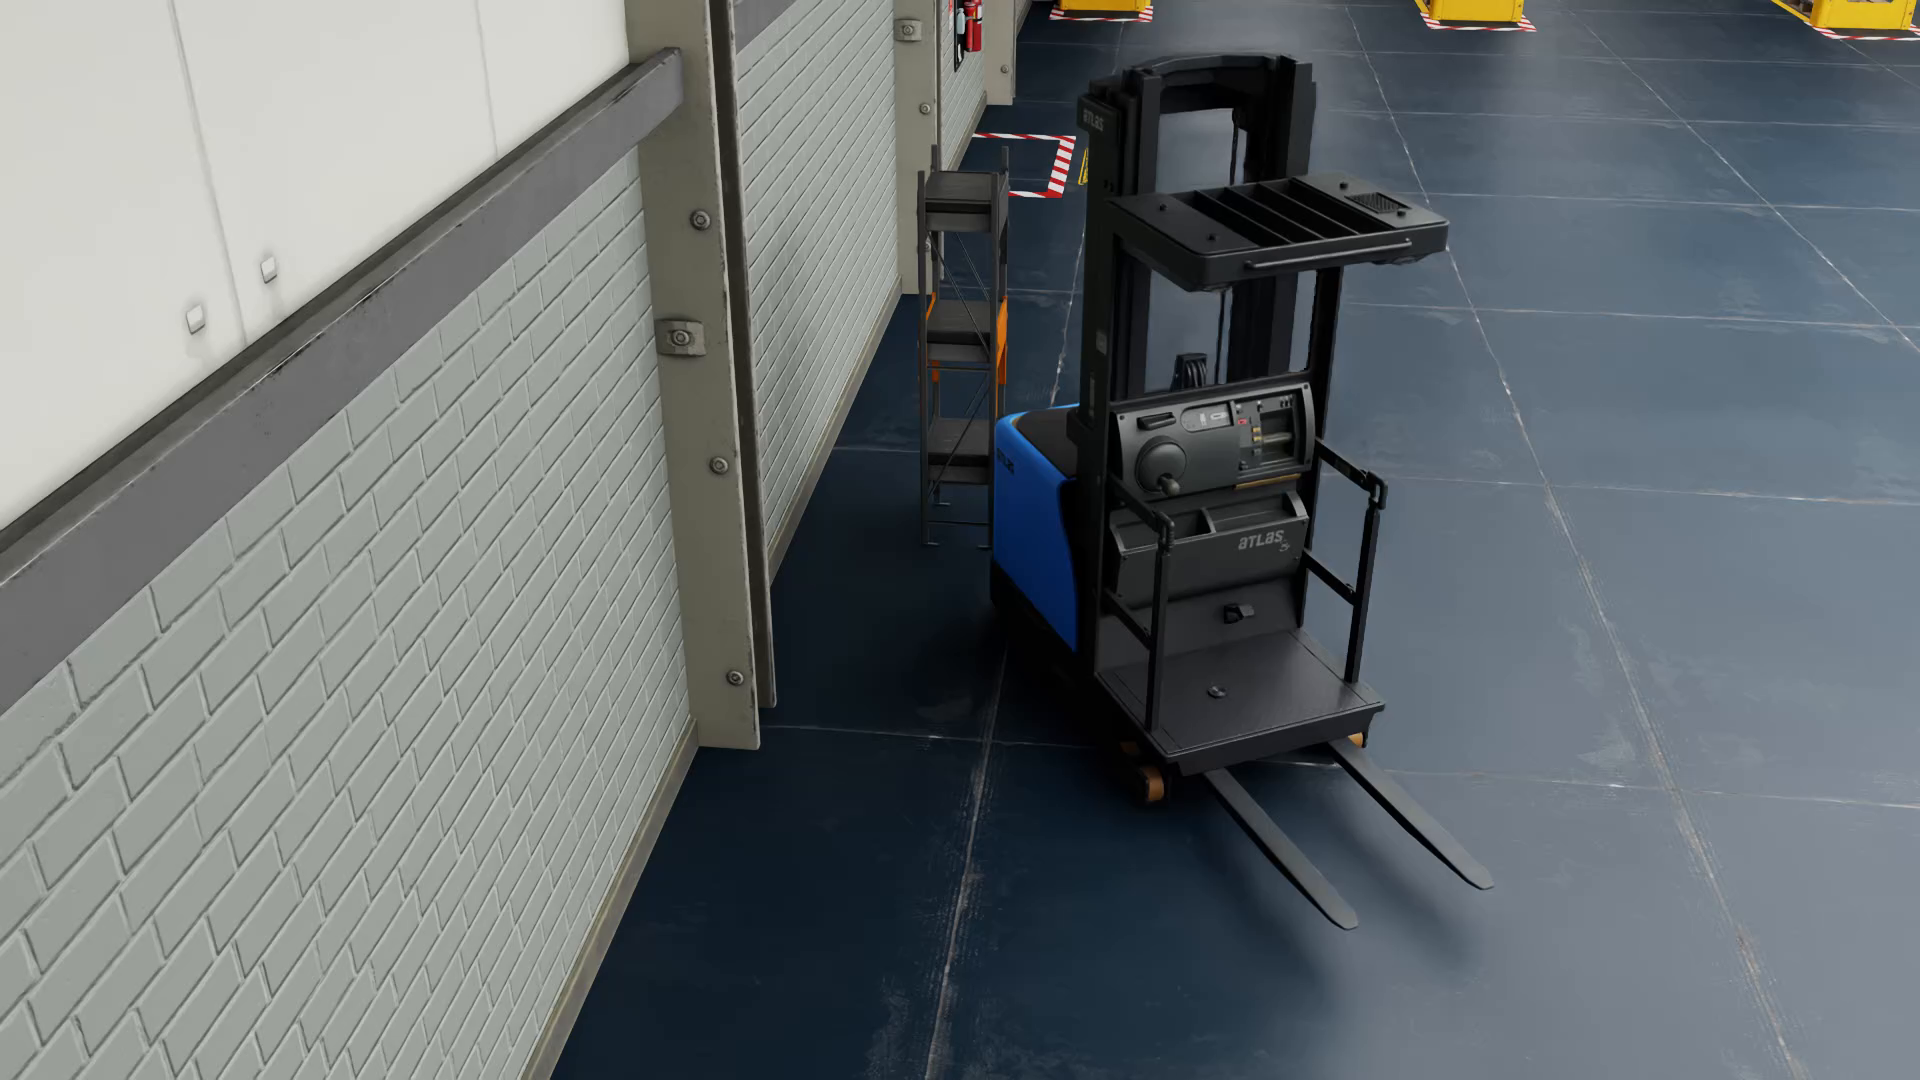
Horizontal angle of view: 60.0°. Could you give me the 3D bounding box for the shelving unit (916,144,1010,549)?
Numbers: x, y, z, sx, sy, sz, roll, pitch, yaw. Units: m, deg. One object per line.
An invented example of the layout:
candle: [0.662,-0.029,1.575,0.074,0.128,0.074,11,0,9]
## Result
shelving unit: [0.020,-1.002,8.897,0.431,2.100,0.503,3,28,6]

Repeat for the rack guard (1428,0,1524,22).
rack guard: [6.852,-7.172,22.035,1.175,0.500,0.348,3,28,6]

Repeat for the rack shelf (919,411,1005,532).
rack shelf: [0.020,-0.374,9.235,0.431,0.518,0.480,3,28,6]

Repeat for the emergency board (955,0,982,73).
emergency board: [0.089,-4.964,15.302,0.194,1.169,0.643,3,28,6]

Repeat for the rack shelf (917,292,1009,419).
rack shelf: [0.020,-0.990,8.903,0.431,0.518,0.480,3,28,6]

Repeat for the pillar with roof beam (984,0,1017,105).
pillar with roof beam: [4.702,-8.516,15.569,9.100,9.000,0.400,3,28,6]

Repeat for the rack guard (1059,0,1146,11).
rack guard: [1.947,-7.505,22.653,1.175,0.500,0.348,3,28,6]

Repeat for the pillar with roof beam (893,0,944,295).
pillar with roof beam: [3.967,-5.692,10.327,9.100,9.000,0.400,3,28,6]

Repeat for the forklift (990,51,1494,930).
forklift: [1.169,-0.385,6.875,1.130,2.935,3.031,-11,30,-19]

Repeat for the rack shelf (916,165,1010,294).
rack shelf: [0.020,-1.607,8.571,0.431,0.518,0.480,3,28,6]

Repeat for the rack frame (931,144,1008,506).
rack frame: [0.050,-1.117,9.110,0.400,2.100,0.015,3,28,6]

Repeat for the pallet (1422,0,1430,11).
pallet: [6.907,-7.418,22.797,1.003,0.211,1.213,3,28,6]

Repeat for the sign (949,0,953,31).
sign: [-0.081,-4.725,14.821,0.001,0.329,0.234,3,28,6]

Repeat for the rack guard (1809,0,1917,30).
rack guard: [11.733,-6.932,21.590,1.175,0.500,0.348,3,28,6]

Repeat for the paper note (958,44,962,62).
paper note: [-0.001,-4.497,15.363,0.016,0.148,0.142,3,28,6]

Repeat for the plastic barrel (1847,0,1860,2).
plastic barrel: [11.775,-7.398,21.999,0.421,0.512,0.421,0,28,0]

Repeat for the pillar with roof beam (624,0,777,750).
pillar with roof beam: [3.232,-2.867,5.085,9.100,9.000,0.400,3,28,6]

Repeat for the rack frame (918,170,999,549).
rack frame: [-0.010,-0.887,8.683,0.400,2.100,0.015,3,28,6]

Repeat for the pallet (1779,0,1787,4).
pallet: [11.990,-7.759,23.430,1.003,0.211,1.213,3,28,6]

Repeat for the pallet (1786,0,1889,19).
pallet: [11.838,-7.187,22.367,1.003,0.211,1.213,3,28,6]
